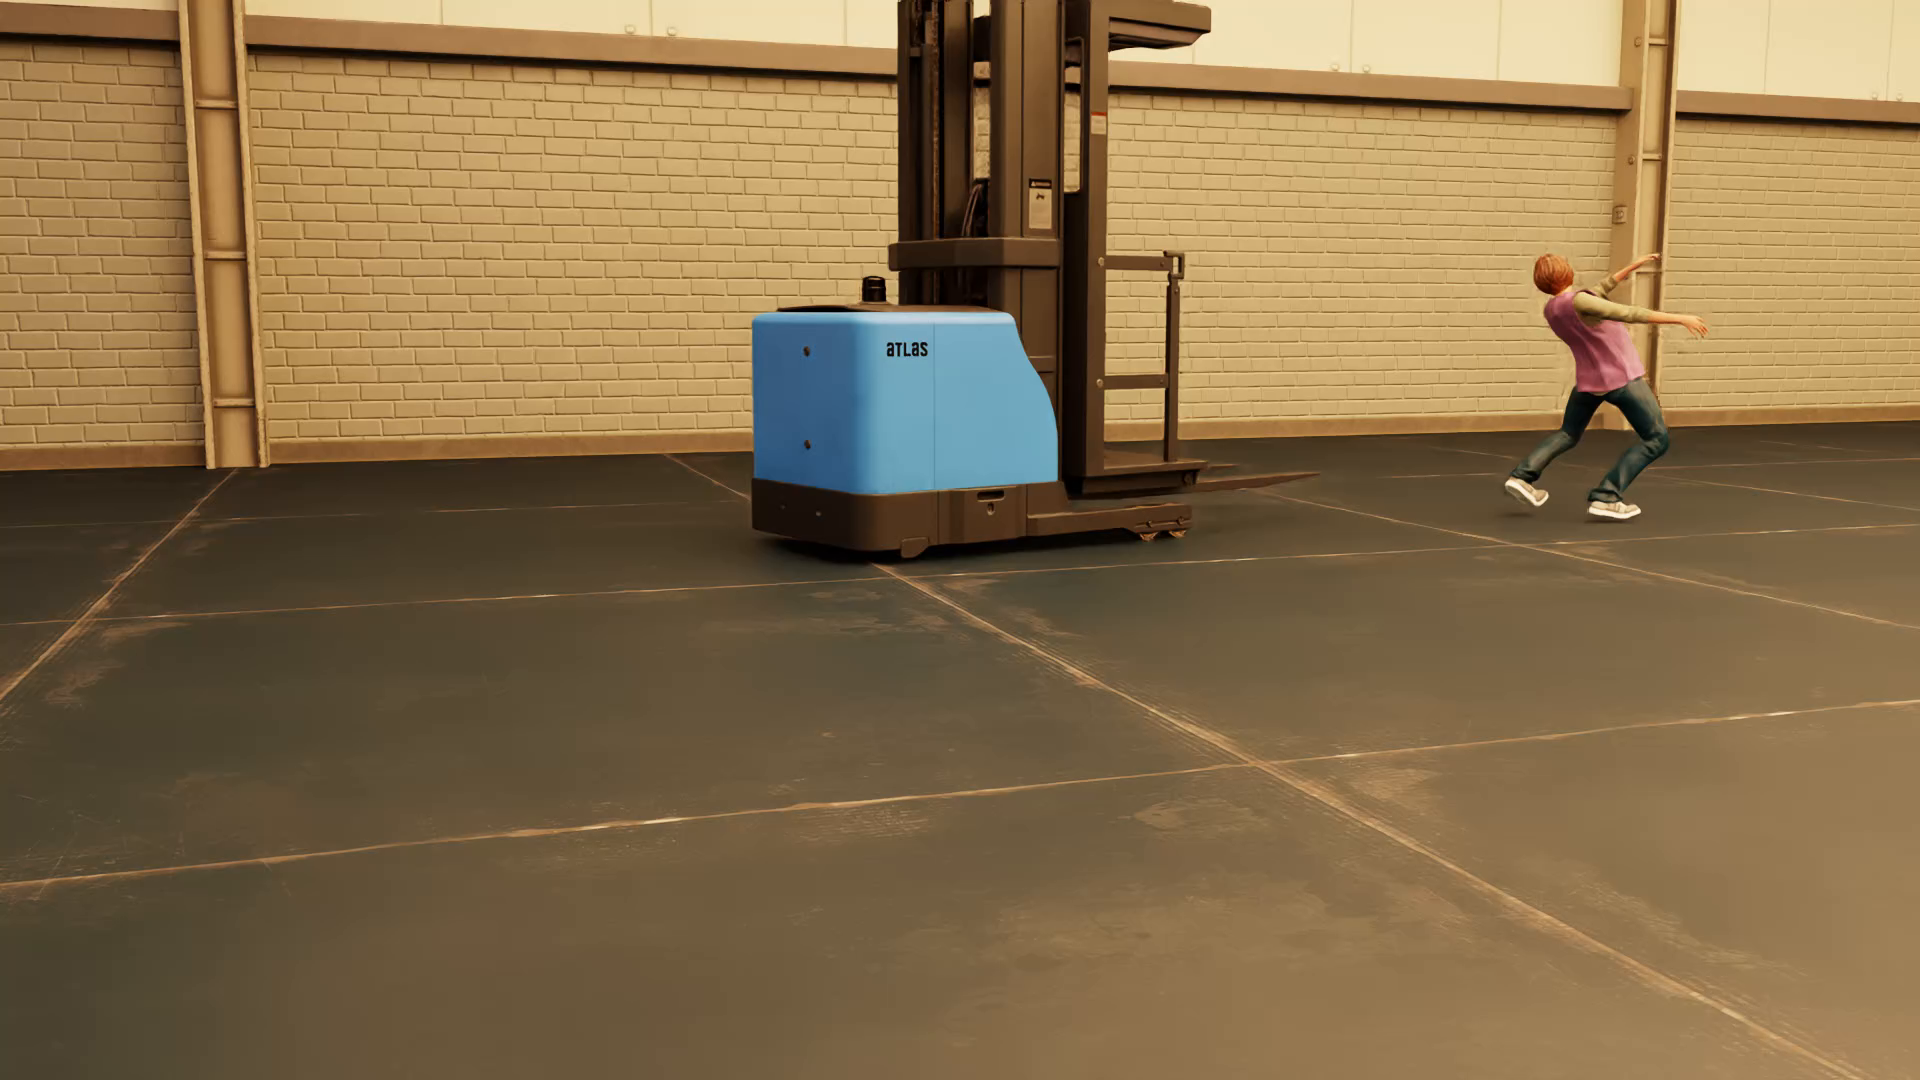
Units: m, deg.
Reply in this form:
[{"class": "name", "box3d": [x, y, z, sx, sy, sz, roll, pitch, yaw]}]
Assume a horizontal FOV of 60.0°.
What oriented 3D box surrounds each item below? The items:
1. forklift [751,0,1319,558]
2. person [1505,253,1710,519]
[{"class": "forklift", "box3d": [0.509, -1.505, 8.116, 3.031, 2.935, 1.130, -6, 10, -36]}, {"class": "person", "box3d": [3.387, -0.777, 8.573, 0.676, 1.340, 0.918, -4, 9, -25]}]
